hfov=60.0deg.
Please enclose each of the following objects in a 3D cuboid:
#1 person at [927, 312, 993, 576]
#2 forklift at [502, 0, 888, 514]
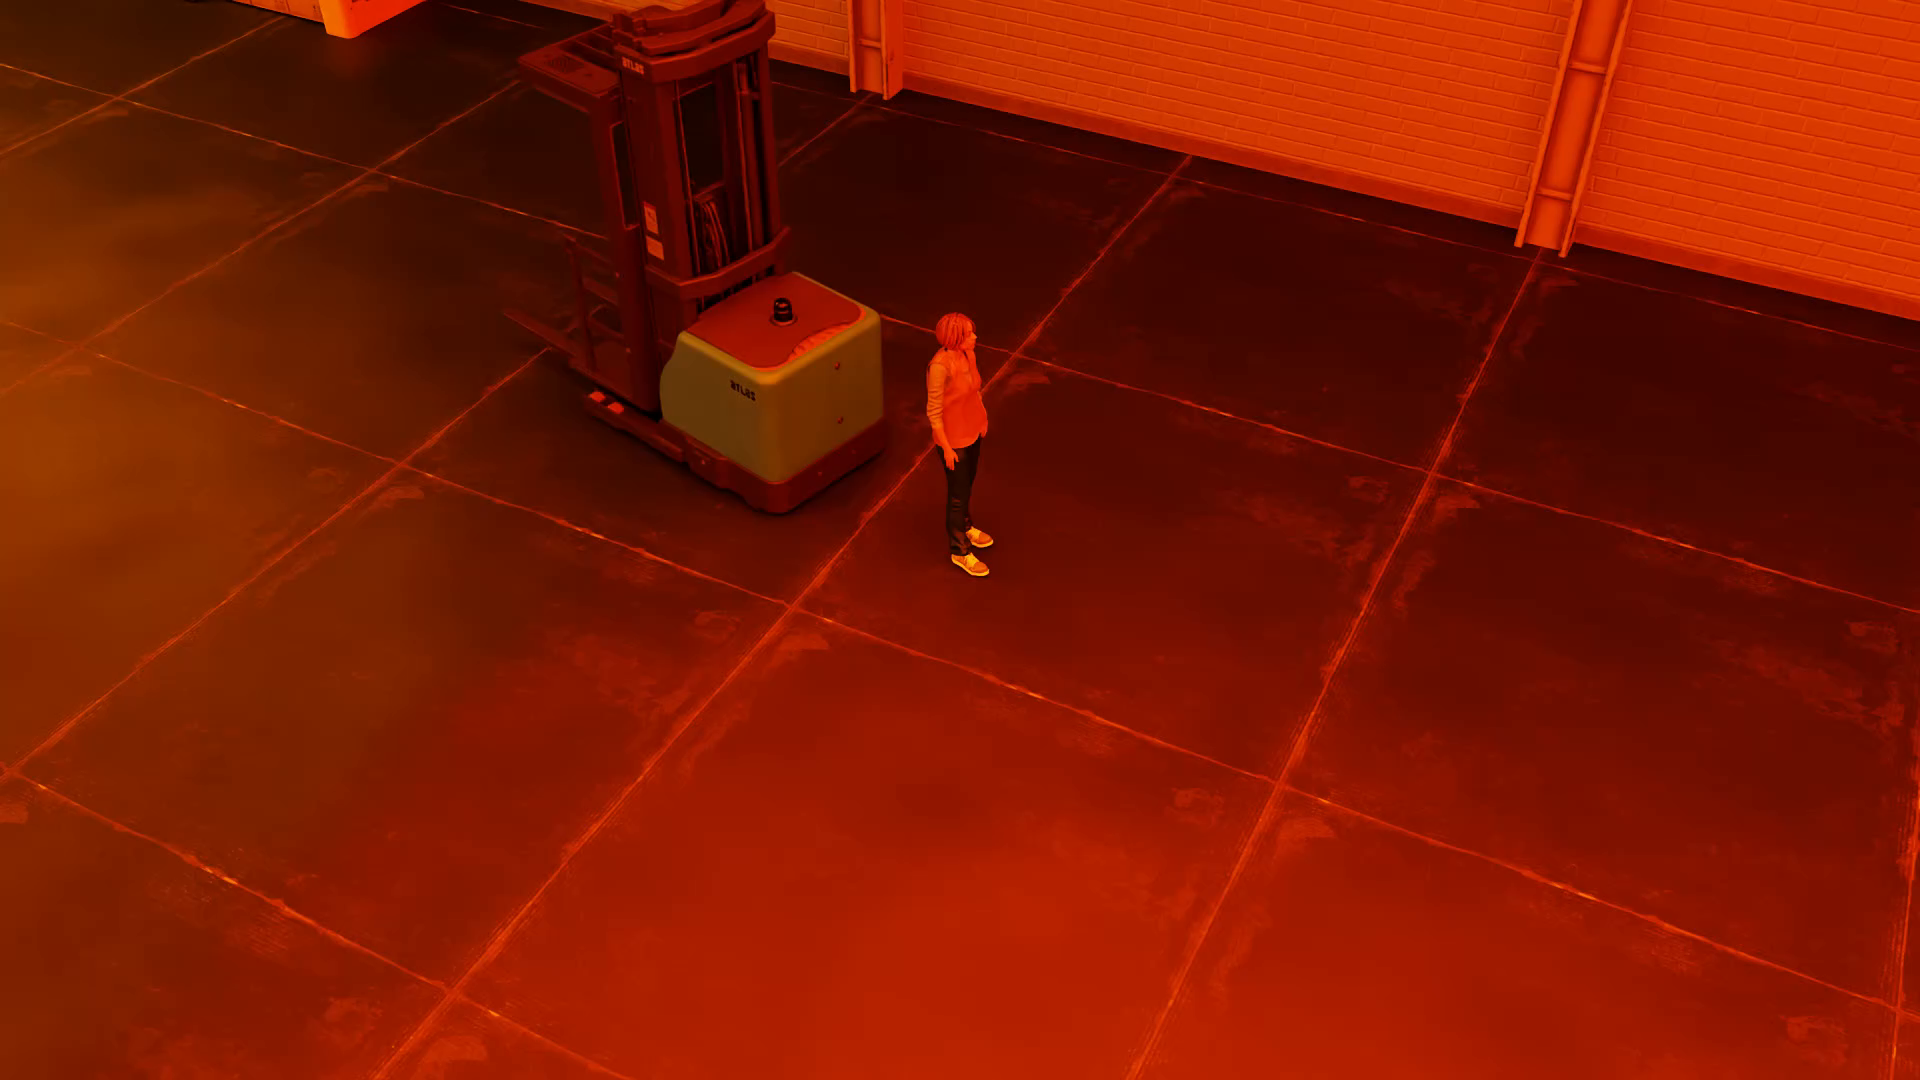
[{"bbox_3d":[0.059,-0.587,9.707,0.476,1.597,0.520,18,43,21],"label":"person"},{"bbox_3d":[-1.913,-2.101,10.481,3.031,2.935,1.130,30,48,30],"label":"forklift"}]
